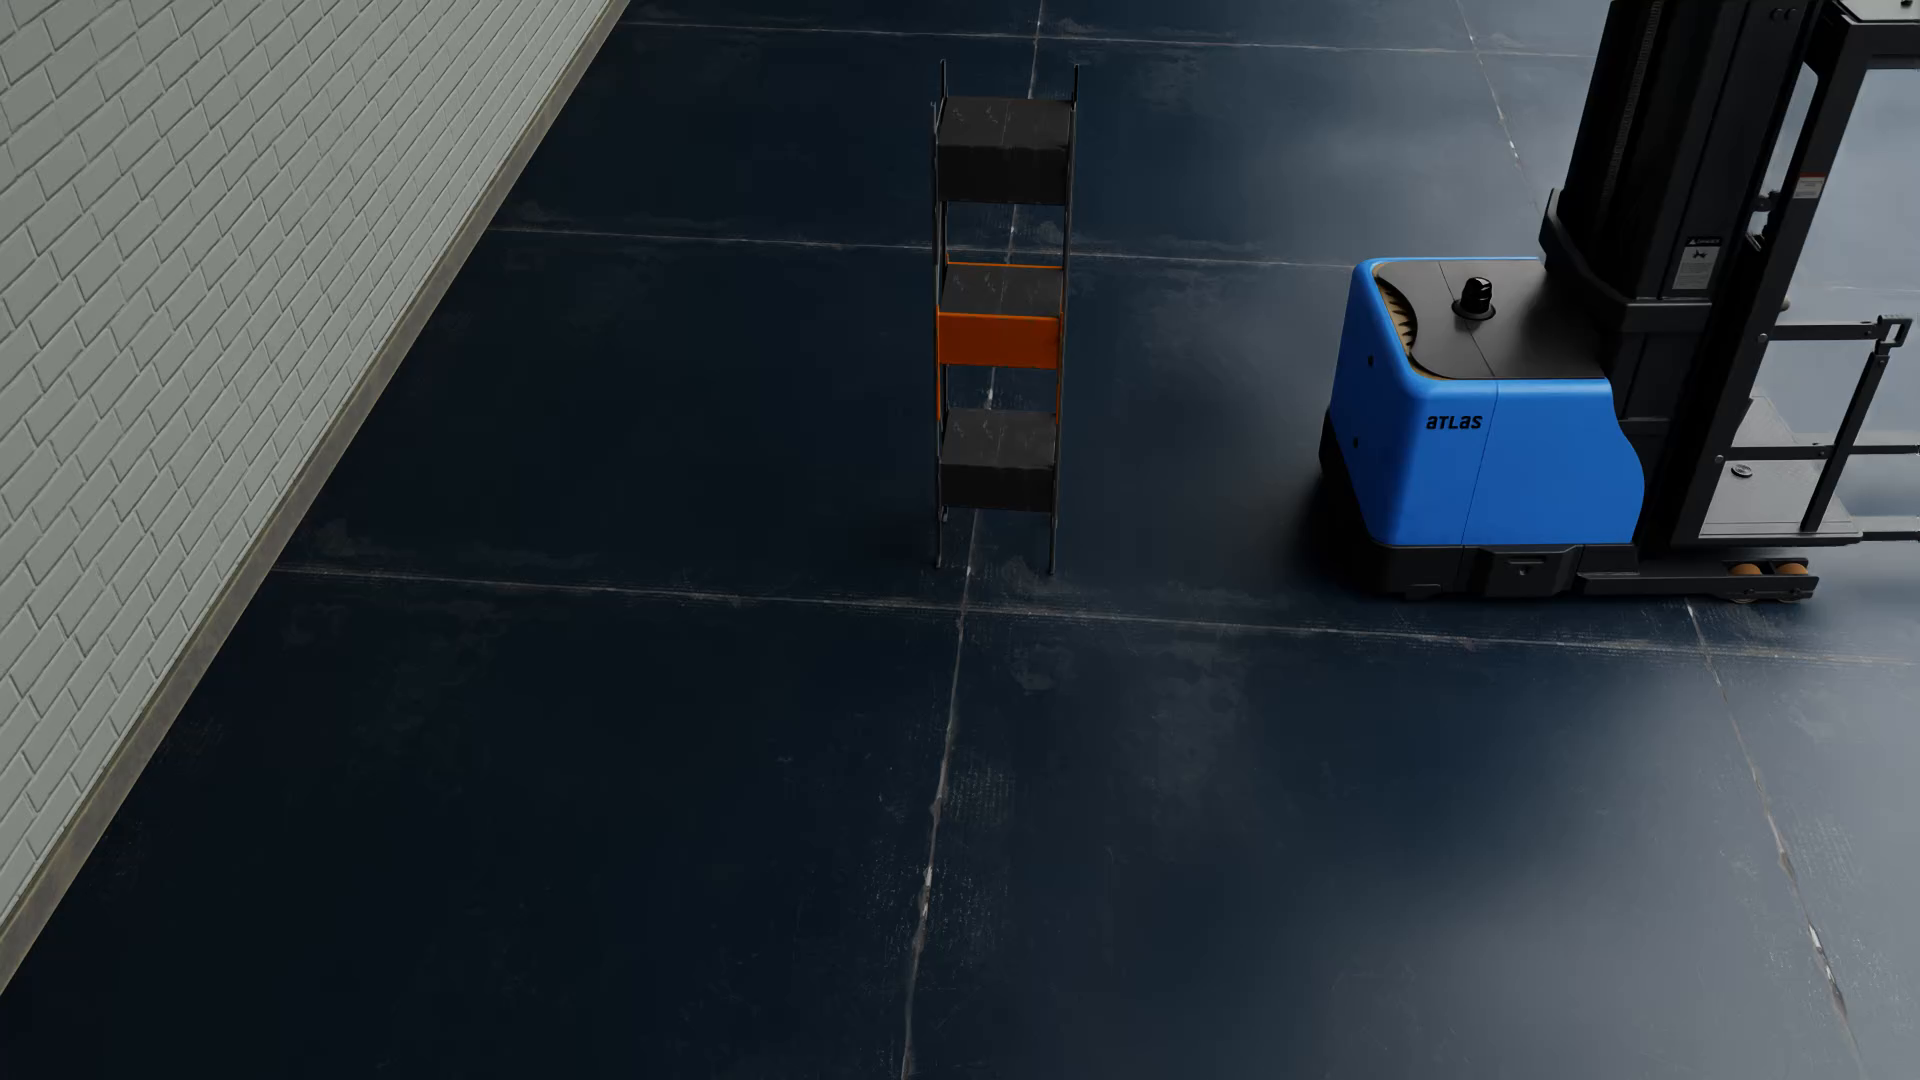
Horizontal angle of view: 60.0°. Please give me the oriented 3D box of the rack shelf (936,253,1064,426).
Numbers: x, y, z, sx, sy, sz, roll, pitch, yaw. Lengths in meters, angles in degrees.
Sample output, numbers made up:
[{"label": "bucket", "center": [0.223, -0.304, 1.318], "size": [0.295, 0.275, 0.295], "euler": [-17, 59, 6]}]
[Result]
[{"label": "rack shelf", "center": [0.165, -0.795, 6.585], "size": [0.480, 0.518, 0.431], "euler": [3, 39, 4]}]

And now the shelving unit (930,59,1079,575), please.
[{"label": "shelving unit", "center": [0.165, -0.805, 6.576], "size": [0.503, 2.100, 0.431], "euler": [3, 39, 4]}]

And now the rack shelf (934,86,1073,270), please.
[{"label": "rack shelf", "center": [0.165, -1.338, 6.143], "size": [0.480, 0.518, 0.431], "euler": [3, 39, 4]}]

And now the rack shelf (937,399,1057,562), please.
[{"label": "rack shelf", "center": [0.165, -0.252, 7.027], "size": [0.480, 0.518, 0.431], "euler": [3, 39, 4]}]

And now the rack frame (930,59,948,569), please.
[{"label": "rack frame", "center": [-0.078, -0.819, 6.592], "size": [0.015, 2.100, 0.400], "euler": [3, 39, 4]}]

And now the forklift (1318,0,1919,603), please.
[{"label": "forklift", "center": [3.162, -1.210, 6.415], "size": [3.031, 2.935, 1.130], "euler": [-1, 39, -1]}]

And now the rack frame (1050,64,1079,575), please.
[{"label": "rack frame", "center": [0.408, -0.792, 6.560], "size": [0.015, 2.100, 0.400], "euler": [3, 39, 4]}]
